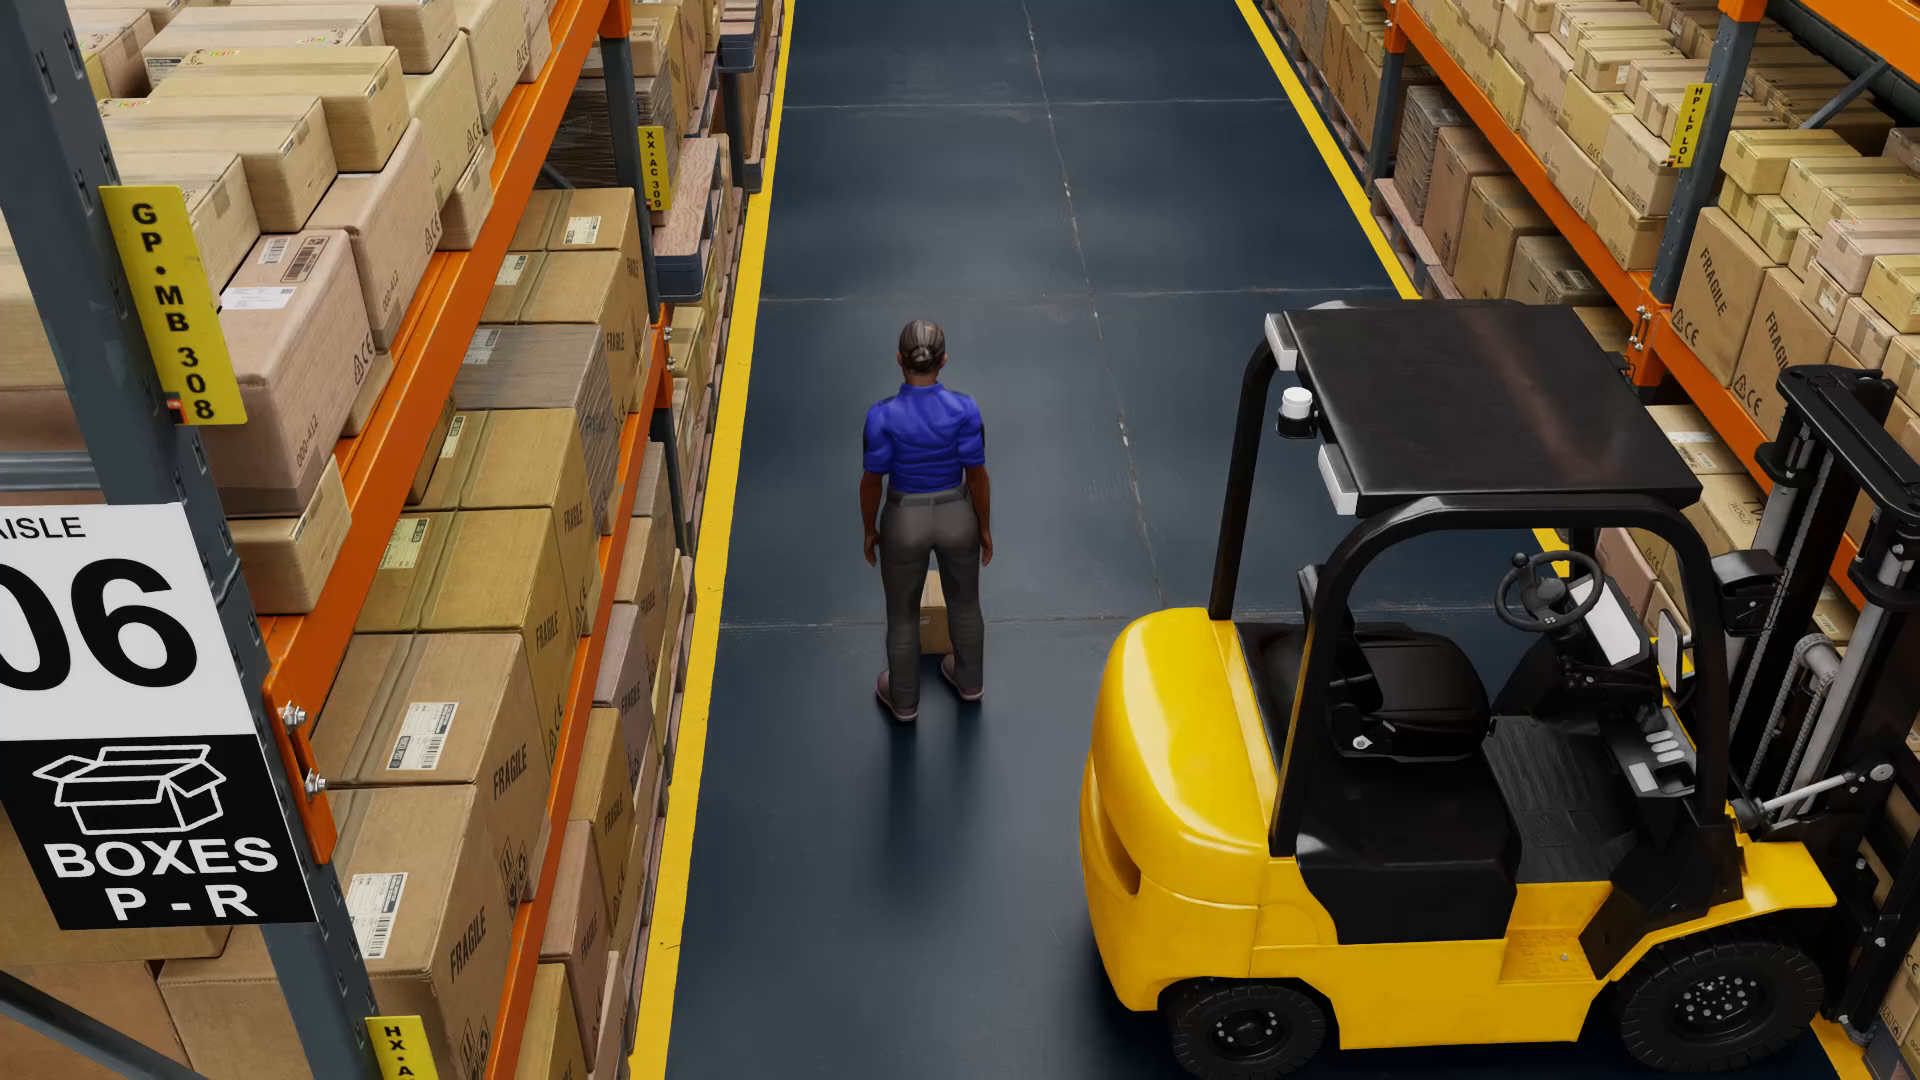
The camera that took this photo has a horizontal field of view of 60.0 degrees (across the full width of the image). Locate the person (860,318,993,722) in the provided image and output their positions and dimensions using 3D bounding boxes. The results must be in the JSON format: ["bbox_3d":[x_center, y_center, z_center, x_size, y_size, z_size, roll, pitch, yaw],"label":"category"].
[{"bbox_3d":[-0.132,-0.052,6.210,0.480,1.639,0.368,-6,36,-9],"label":"person"}]
